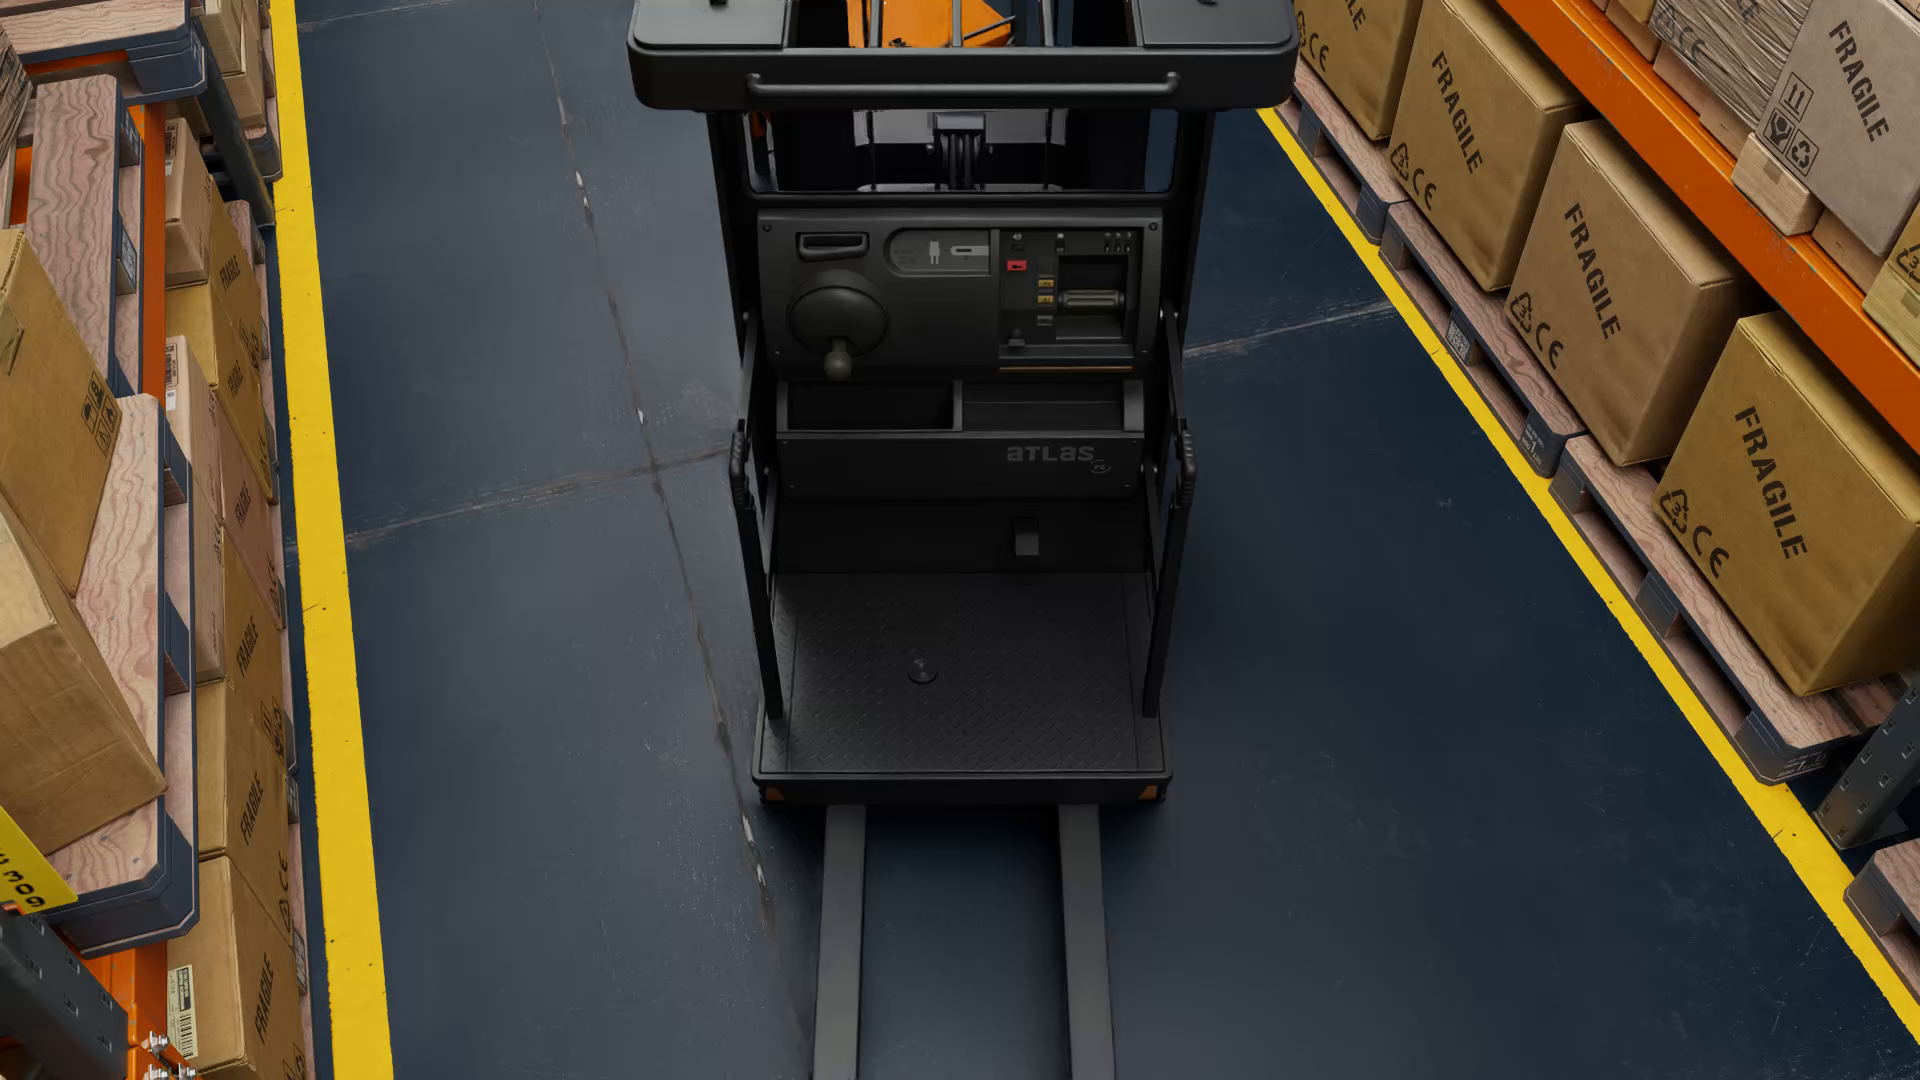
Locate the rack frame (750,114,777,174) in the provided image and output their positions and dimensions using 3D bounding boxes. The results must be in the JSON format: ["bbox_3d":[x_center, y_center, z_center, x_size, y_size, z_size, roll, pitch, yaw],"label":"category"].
[{"bbox_3d":[-0.575,-1.899,6.115,0.500,1.125,0.032,-28,55,-21],"label":"rack frame"}]

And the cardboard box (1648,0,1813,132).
[{"bbox_3d":[2.174,-1.426,4.217,0.500,0.500,0.500,-13,51,-11],"label":"cardboard box"}]

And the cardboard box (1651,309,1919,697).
[{"bbox_3d":[2.535,-0.160,4.554,0.750,0.750,0.750,-13,51,-11],"label":"cardboard box"}]

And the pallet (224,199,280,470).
[{"bbox_3d":[-2.878,-0.618,5.633,1.003,0.211,1.213,-13,51,-11],"label":"pallet"}]

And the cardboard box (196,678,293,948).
[{"bbox_3d":[-1.958,0.719,4.029,0.500,0.500,0.500,-13,51,-10],"label":"cardboard box"}]

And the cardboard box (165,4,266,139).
[{"bbox_3d":[-2.937,-1.769,6.303,0.500,0.250,0.500,-13,51,-11],"label":"cardboard box"}]

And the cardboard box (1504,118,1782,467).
[{"bbox_3d":[2.270,-0.809,5.101,0.750,0.750,0.750,-12,51,-10],"label":"cardboard box"}]

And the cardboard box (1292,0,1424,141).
[{"bbox_3d":[1.761,-2.069,6.164,0.750,0.750,0.750,-14,51,-11],"label":"cardboard box"}]

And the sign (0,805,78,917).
[{"bbox_3d":[-1.363,0.443,2.348,0.100,0.325,0.005,-13,51,-11],"label":"sign"}]

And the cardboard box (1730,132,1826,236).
[{"bbox_3d":[2.216,-0.939,4.231,0.380,0.149,0.250,-13,51,-11],"label":"cardboard box"}]

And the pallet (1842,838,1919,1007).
[{"bbox_3d":[3.002,1.200,4.101,1.003,0.211,1.213,-13,51,-11],"label":"pallet"}]

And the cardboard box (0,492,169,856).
[{"bbox_3d":[-1.806,0.286,2.707,0.700,0.500,0.500,-30,56,-23],"label":"cardboard box"}]

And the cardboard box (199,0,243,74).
[{"bbox_3d":[-2.937,-1.950,6.089,0.500,0.311,0.500,-12,51,-10],"label":"cardboard box"}]

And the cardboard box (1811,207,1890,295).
[{"bbox_3d":[2.351,-0.759,4.079,0.380,0.149,0.250,-12,51,-10],"label":"cardboard box"}]

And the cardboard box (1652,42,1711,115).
[{"bbox_3d":[2.147,-1.318,4.551,0.380,0.149,0.250,-15,51,-12],"label":"cardboard box"}]

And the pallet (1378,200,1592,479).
[{"bbox_3d":[2.187,-0.813,5.797,1.003,0.211,1.213,-13,51,-11],"label":"pallet"}]

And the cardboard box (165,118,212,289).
[{"bbox_3d":[-2.541,-0.979,4.970,0.500,0.250,0.500,-12,51,-10],"label":"cardboard box"}]

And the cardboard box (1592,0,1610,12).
[{"bbox_3d":[2.009,-1.709,4.880,0.380,0.149,0.250,-13,51,-11],"label":"cardboard box"}]

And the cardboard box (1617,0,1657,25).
[{"bbox_3d":[2.021,-1.790,4.524,0.500,0.500,0.500,-12,51,-10],"label":"cardboard box"}]

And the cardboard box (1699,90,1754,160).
[{"bbox_3d":[2.207,-1.132,4.394,0.380,0.149,0.250,-13,51,-11],"label":"cardboard box"}]

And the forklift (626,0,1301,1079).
[{"bbox_3d":[0.004,-0.466,3.726,1.130,2.935,3.031,0,50,0],"label":"forklift"}]

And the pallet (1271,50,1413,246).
[{"bbox_3d":[1.830,-1.702,6.547,1.003,0.211,1.213,-13,51,-11],"label":"pallet"}]

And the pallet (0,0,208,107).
[{"bbox_3d":[-2.795,-1.530,4.703,1.213,0.211,1.003,-13,51,-11],"label":"pallet"}]

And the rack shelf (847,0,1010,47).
[{"bbox_3d":[-0.289,-1.767,5.621,0.538,0.278,1.000,-28,55,-21],"label":"rack shelf"}]

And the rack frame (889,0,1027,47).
[{"bbox_3d":[-0.002,-1.257,5.574,0.500,1.125,0.032,-28,55,-21],"label":"rack frame"}]

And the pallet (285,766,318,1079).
[{"bbox_3d":[-2.156,1.164,4.131,1.003,0.211,1.213,-13,51,-11],"label":"pallet"}]

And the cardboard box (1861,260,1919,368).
[{"bbox_3d":[2.384,-0.560,3.911,0.380,0.149,0.250,-12,51,-10],"label":"cardboard box"}]

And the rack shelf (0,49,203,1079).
[{"bbox_3d":[-2.471,-0.378,4.078,1.077,0.370,4.000,-13,51,-11],"label":"rack shelf"}]

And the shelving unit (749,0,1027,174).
[{"bbox_3d":[-0.289,-1.578,5.845,0.538,1.125,1.048,-28,55,-21],"label":"shelving unit"}]

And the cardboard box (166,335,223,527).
[{"bbox_3d":[-2.234,-0.232,4.341,0.500,0.250,0.500,-14,51,-12],"label":"cardboard box"}]

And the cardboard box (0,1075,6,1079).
[{"bbox_3d":[-1.486,1.125,2.274,0.500,0.500,0.500,-13,51,-10],"label":"cardboard box"}]

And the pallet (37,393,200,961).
[{"bbox_3d":[-2.011,0.304,3.157,1.003,0.211,1.213,-13,51,-11],"label":"pallet"}]

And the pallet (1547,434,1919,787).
[{"bbox_3d":[2.552,0.080,5.045,1.003,0.211,1.213,-13,51,-11],"label":"pallet"}]

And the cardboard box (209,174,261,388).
[{"bbox_3d":[-2.561,-0.777,5.290,0.500,0.500,0.500,-12,51,-10],"label":"cardboard box"}]

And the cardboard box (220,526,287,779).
[{"bbox_3d":[-2.099,0.352,4.338,0.500,0.500,0.500,-13,51,-11],"label":"cardboard box"}]

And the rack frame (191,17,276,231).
[{"bbox_3d":[-3.062,-2.071,5.034,1.000,3.000,0.127,-13,51,-11],"label":"rack frame"}]

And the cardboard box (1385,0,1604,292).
[{"bbox_3d":[2.014,-1.428,5.624,0.750,0.750,0.750,-14,51,-11],"label":"cardboard box"}]

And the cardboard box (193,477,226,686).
[{"bbox_3d":[-2.085,0.134,4.032,0.500,0.250,0.500,-13,51,-11],"label":"cardboard box"}]

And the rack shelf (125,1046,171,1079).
[{"bbox_3d":[-1.288,2.543,1.615,1.077,0.370,4.000,-13,51,-11],"label":"rack shelf"}]

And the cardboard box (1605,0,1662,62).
[{"bbox_3d":[2.080,-1.515,4.717,0.380,0.149,0.250,-12,51,-10],"label":"cardboard box"}]

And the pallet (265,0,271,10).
[{"bbox_3d":[-3.626,-2.672,7.364,1.003,0.211,1.213,-13,51,-11],"label":"pallet"}]

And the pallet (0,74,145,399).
[{"bbox_3d":[-2.483,-0.590,3.911,1.003,0.211,1.213,-13,51,-11],"label":"pallet"}]

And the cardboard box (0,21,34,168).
[{"bbox_3d":[-2.680,-1.093,3.869,0.700,0.500,0.500,-5,50,-4],"label":"cardboard box"}]

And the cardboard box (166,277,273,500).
[{"bbox_3d":[-2.409,-0.399,4.972,0.500,0.500,0.500,-15,51,-12],"label":"cardboard box"}]

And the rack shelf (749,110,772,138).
[{"bbox_3d":[-0.289,-1.420,6.032,0.538,0.278,1.000,-28,55,-21],"label":"rack shelf"}]

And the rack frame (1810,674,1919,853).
[{"bbox_3d":[2.852,-0.272,3.518,1.000,3.000,0.127,-13,51,-11],"label":"rack frame"}]

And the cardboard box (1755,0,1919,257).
[{"bbox_3d":[2.314,-1.057,3.906,0.500,0.500,0.500,-13,51,-11],"label":"cardboard box"}]

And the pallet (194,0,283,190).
[{"bbox_3d":[-3.268,-1.782,6.614,1.003,0.211,1.213,-13,51,-11],"label":"pallet"}]

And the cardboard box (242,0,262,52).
[{"bbox_3d":[-3.086,-2.136,6.613,0.500,0.250,0.500,-15,51,-12],"label":"cardboard box"}]

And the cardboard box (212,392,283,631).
[{"bbox_3d":[-2.248,-0.017,4.650,0.500,0.500,0.500,-15,52,-12],"label":"cardboard box"}]

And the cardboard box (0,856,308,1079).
[{"bbox_3d":[-1.790,1.106,3.703,0.500,0.500,0.500,-15,52,-13],"label":"cardboard box"}]

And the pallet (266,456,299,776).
[{"bbox_3d":[-2.520,0.271,4.883,1.003,0.211,1.213,-13,51,-11],"label":"pallet"}]

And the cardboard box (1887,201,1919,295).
[{"bbox_3d":[2.474,-0.687,3.594,0.500,0.500,0.500,-14,51,-12],"label":"cardboard box"}]

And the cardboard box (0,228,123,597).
[{"bbox_3d":[-2.070,-0.202,3.118,0.700,0.500,0.500,-6,50,-5],"label":"cardboard box"}]
